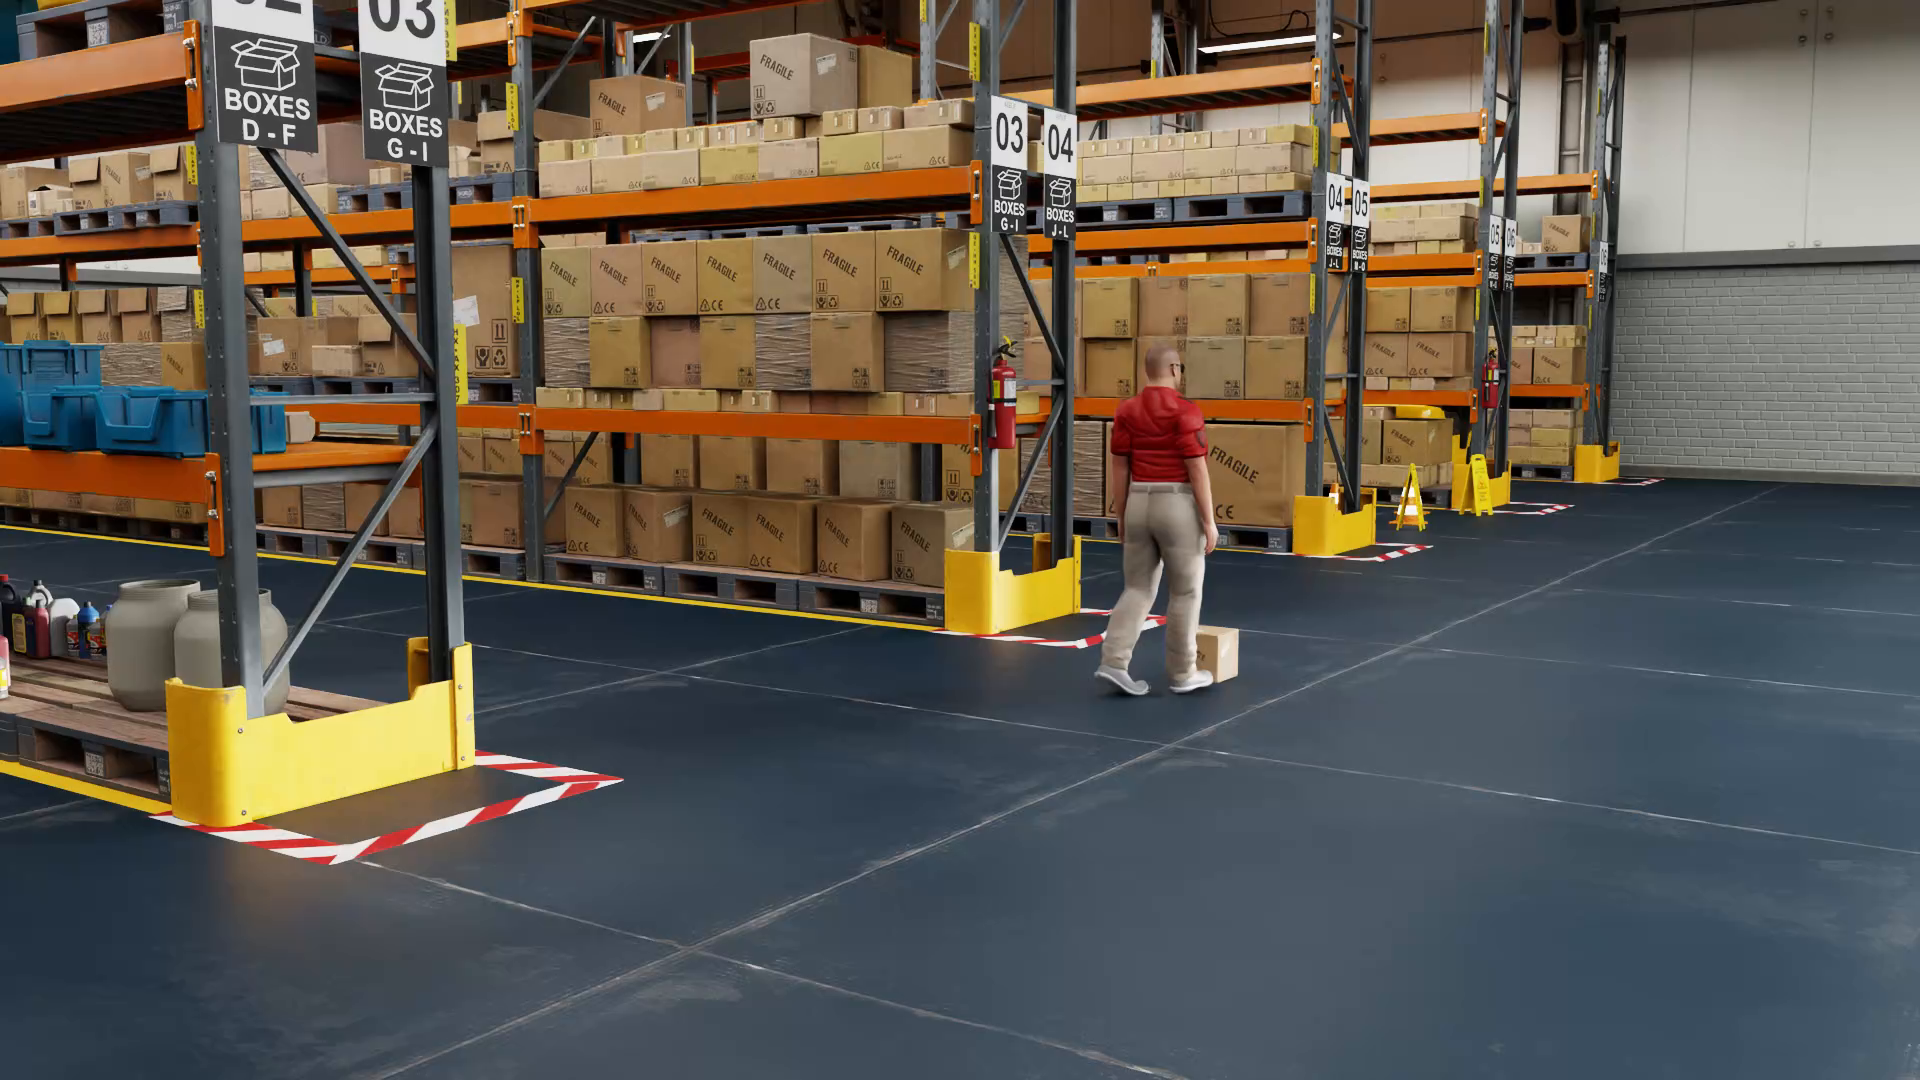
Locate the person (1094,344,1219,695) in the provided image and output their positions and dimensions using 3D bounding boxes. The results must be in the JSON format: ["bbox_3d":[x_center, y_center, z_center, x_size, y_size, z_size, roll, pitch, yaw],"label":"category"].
[{"bbox_3d":[1.018,-0.088,8.210,0.555,1.752,0.612,6,8,42],"label":"person"}]
